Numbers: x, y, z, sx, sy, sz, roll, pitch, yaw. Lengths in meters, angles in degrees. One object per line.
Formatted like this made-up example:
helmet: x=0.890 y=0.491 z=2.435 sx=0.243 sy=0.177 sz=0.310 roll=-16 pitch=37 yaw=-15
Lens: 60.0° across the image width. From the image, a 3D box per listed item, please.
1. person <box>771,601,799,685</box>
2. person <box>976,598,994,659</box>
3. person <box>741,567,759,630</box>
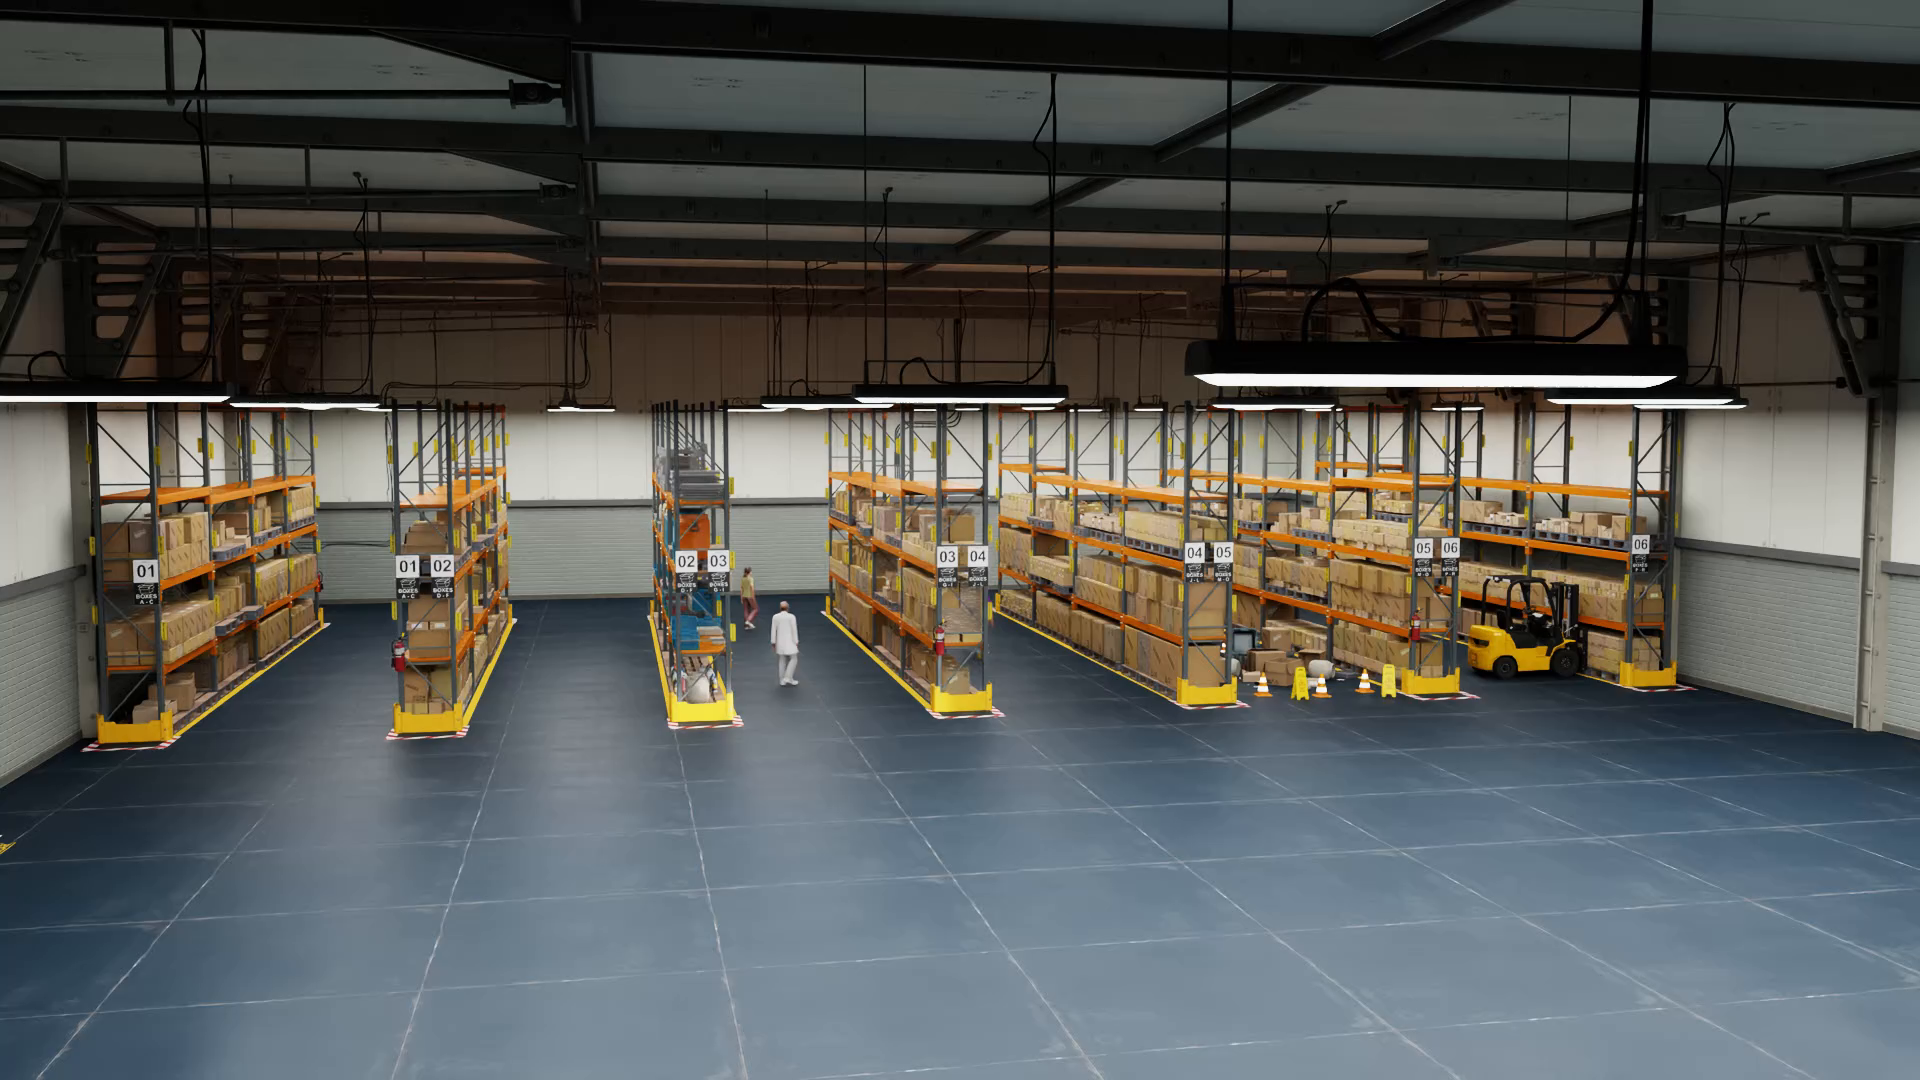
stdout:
person: x=-3.708 y=2.185 z=35.214 sx=0.622 sy=1.777 sz=0.563 roll=1 pitch=5 yaw=17
person: x=0.478 y=1.906 z=39.134 sx=0.623 sy=1.707 sz=1.085 roll=-1 pitch=4 yaw=-9
person: x=-5.651 y=1.554 z=44.259 sx=0.474 sy=1.673 sz=0.473 roll=3 pitch=5 yaw=34
